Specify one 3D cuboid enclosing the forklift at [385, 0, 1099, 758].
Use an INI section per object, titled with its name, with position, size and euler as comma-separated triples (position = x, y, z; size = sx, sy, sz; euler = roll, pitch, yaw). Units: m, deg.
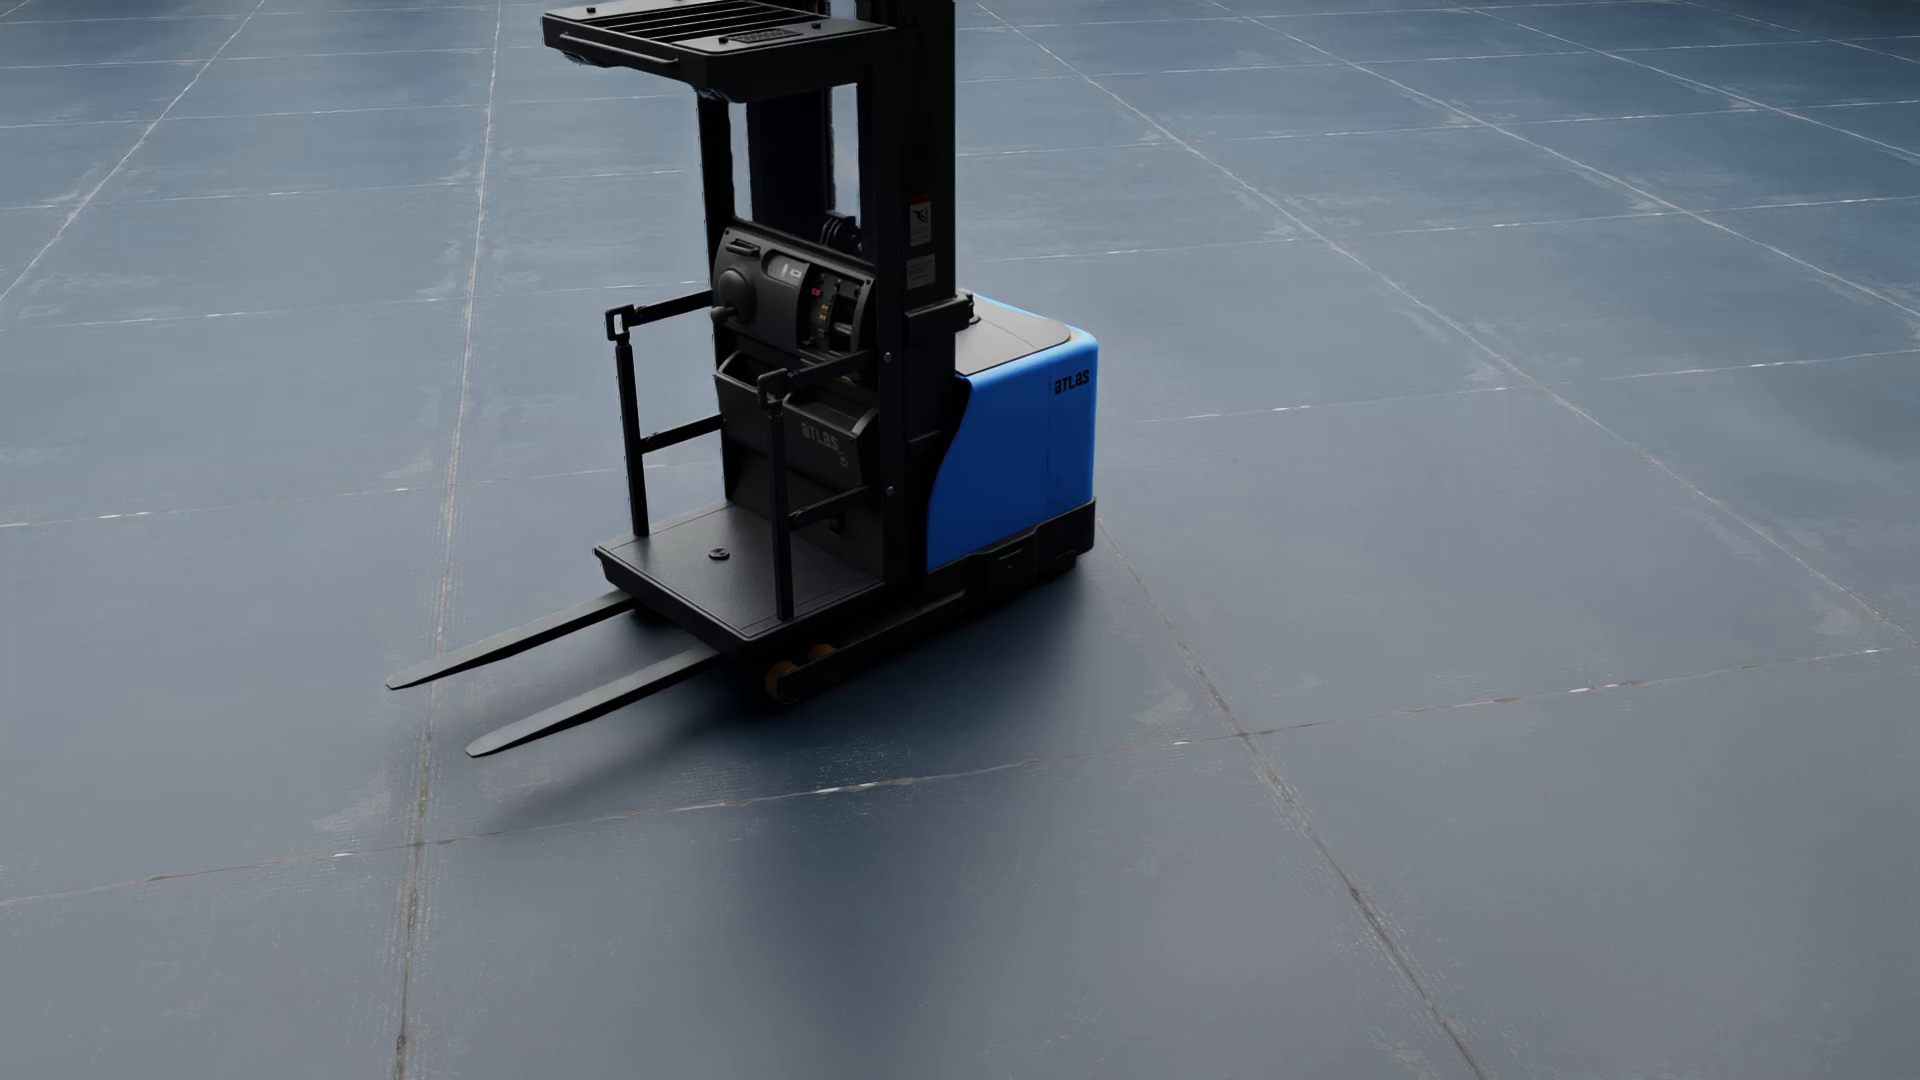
[forklift]
position = -0.812, -0.932, 6.344
size = 3.031, 2.935, 1.130
euler = -23, 35, -38
